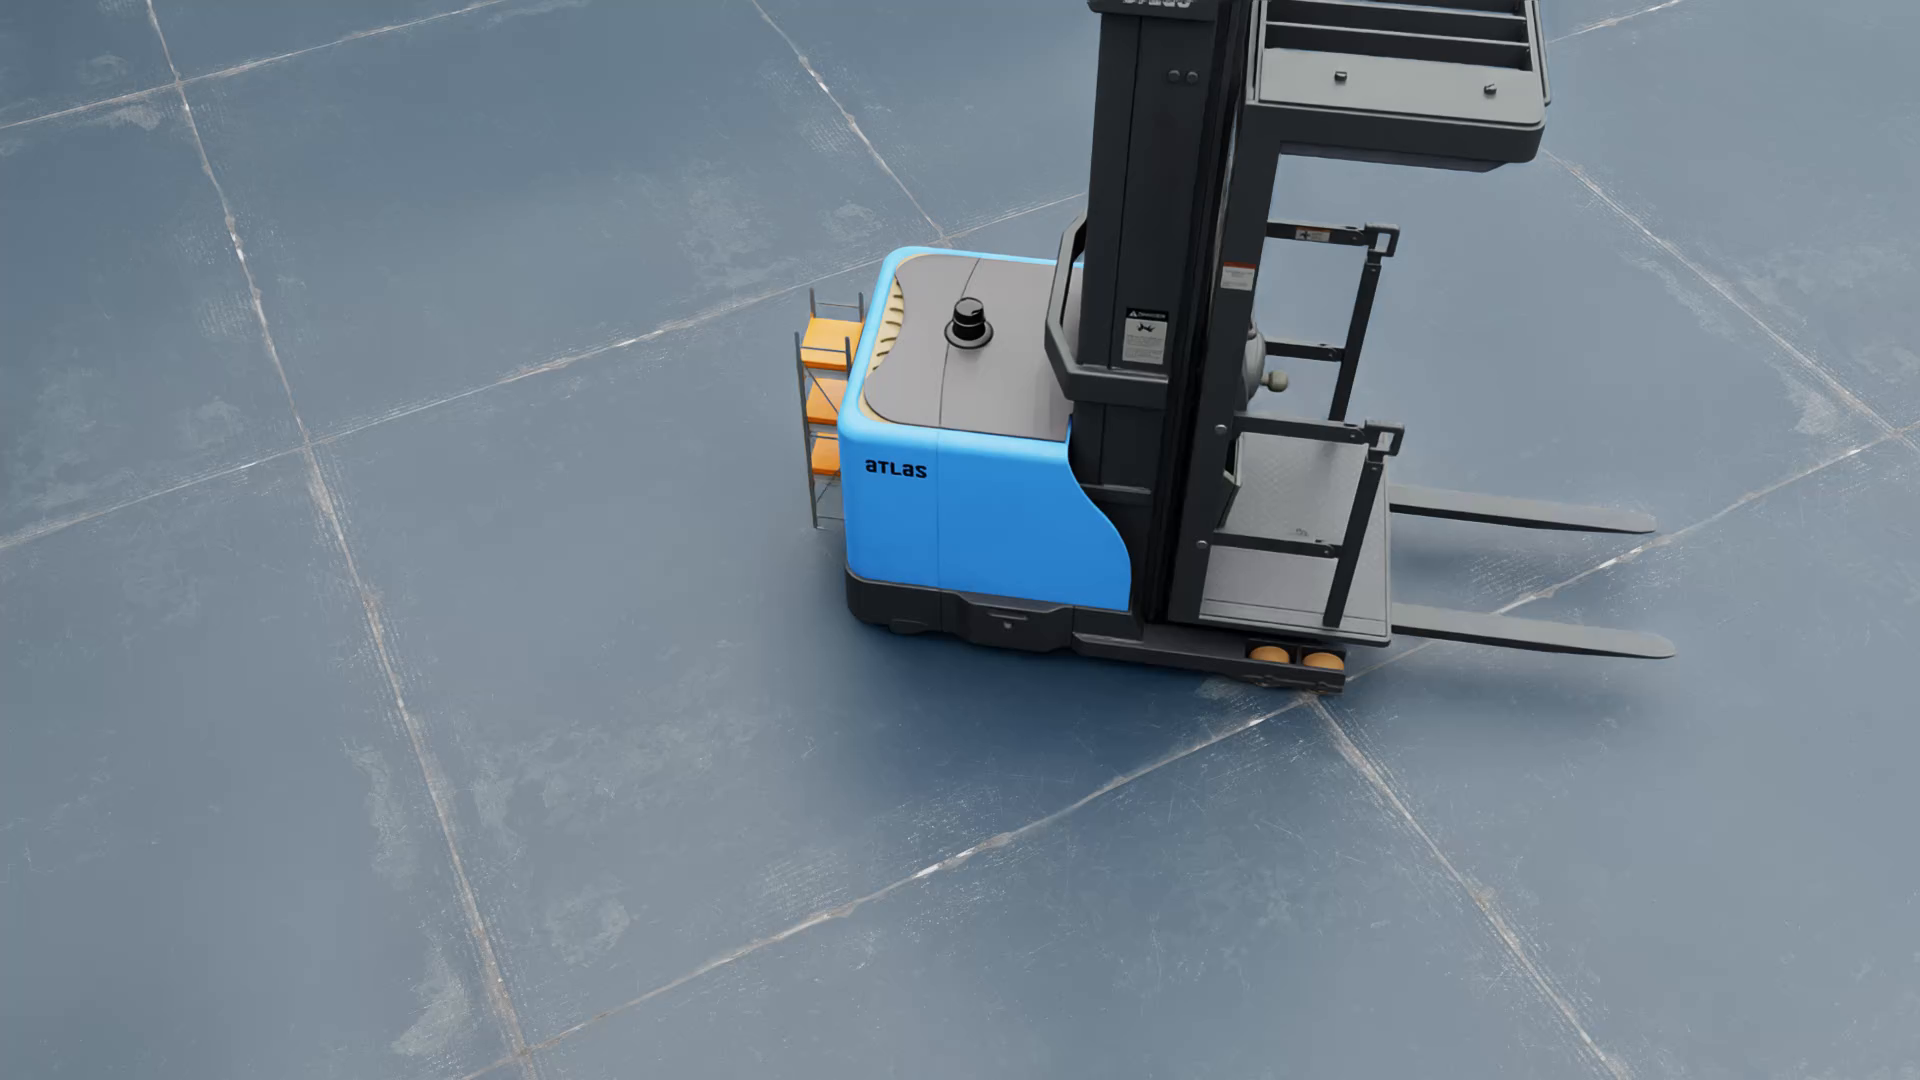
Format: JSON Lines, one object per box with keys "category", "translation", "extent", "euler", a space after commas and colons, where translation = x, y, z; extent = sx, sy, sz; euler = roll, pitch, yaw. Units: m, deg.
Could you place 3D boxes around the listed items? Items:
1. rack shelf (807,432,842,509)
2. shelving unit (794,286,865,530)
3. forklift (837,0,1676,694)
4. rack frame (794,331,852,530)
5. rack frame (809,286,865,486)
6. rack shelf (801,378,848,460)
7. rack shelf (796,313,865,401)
{"category": "rack shelf", "translation": [-0.470, -0.283, 6.576], "extent": [0.215, 0.259, 0.240], "euler": [7, 49, 6]}
{"category": "shelving unit", "translation": [-0.470, -0.473, 6.359], "extent": [0.215, 1.050, 0.252], "euler": [7, 49, 6]}
{"category": "forklift", "translation": [1.133, -0.829, 5.421], "extent": [3.031, 2.935, 1.130], "euler": [7, 49, 6]}
{"category": "rack frame", "translation": [-0.489, -0.383, 6.280], "extent": [0.200, 1.050, 0.008], "euler": [7, 49, 6]}
{"category": "rack frame", "translation": [-0.451, -0.564, 6.438], "extent": [0.200, 1.050, 0.008], "euler": [7, 49, 6]}
{"category": "rack shelf", "translation": [-0.470, -0.466, 6.367], "extent": [0.215, 0.259, 0.240], "euler": [7, 49, 6]}
{"category": "rack shelf", "translation": [-0.470, -0.653, 6.153], "extent": [0.215, 0.259, 0.240], "euler": [7, 49, 6]}
